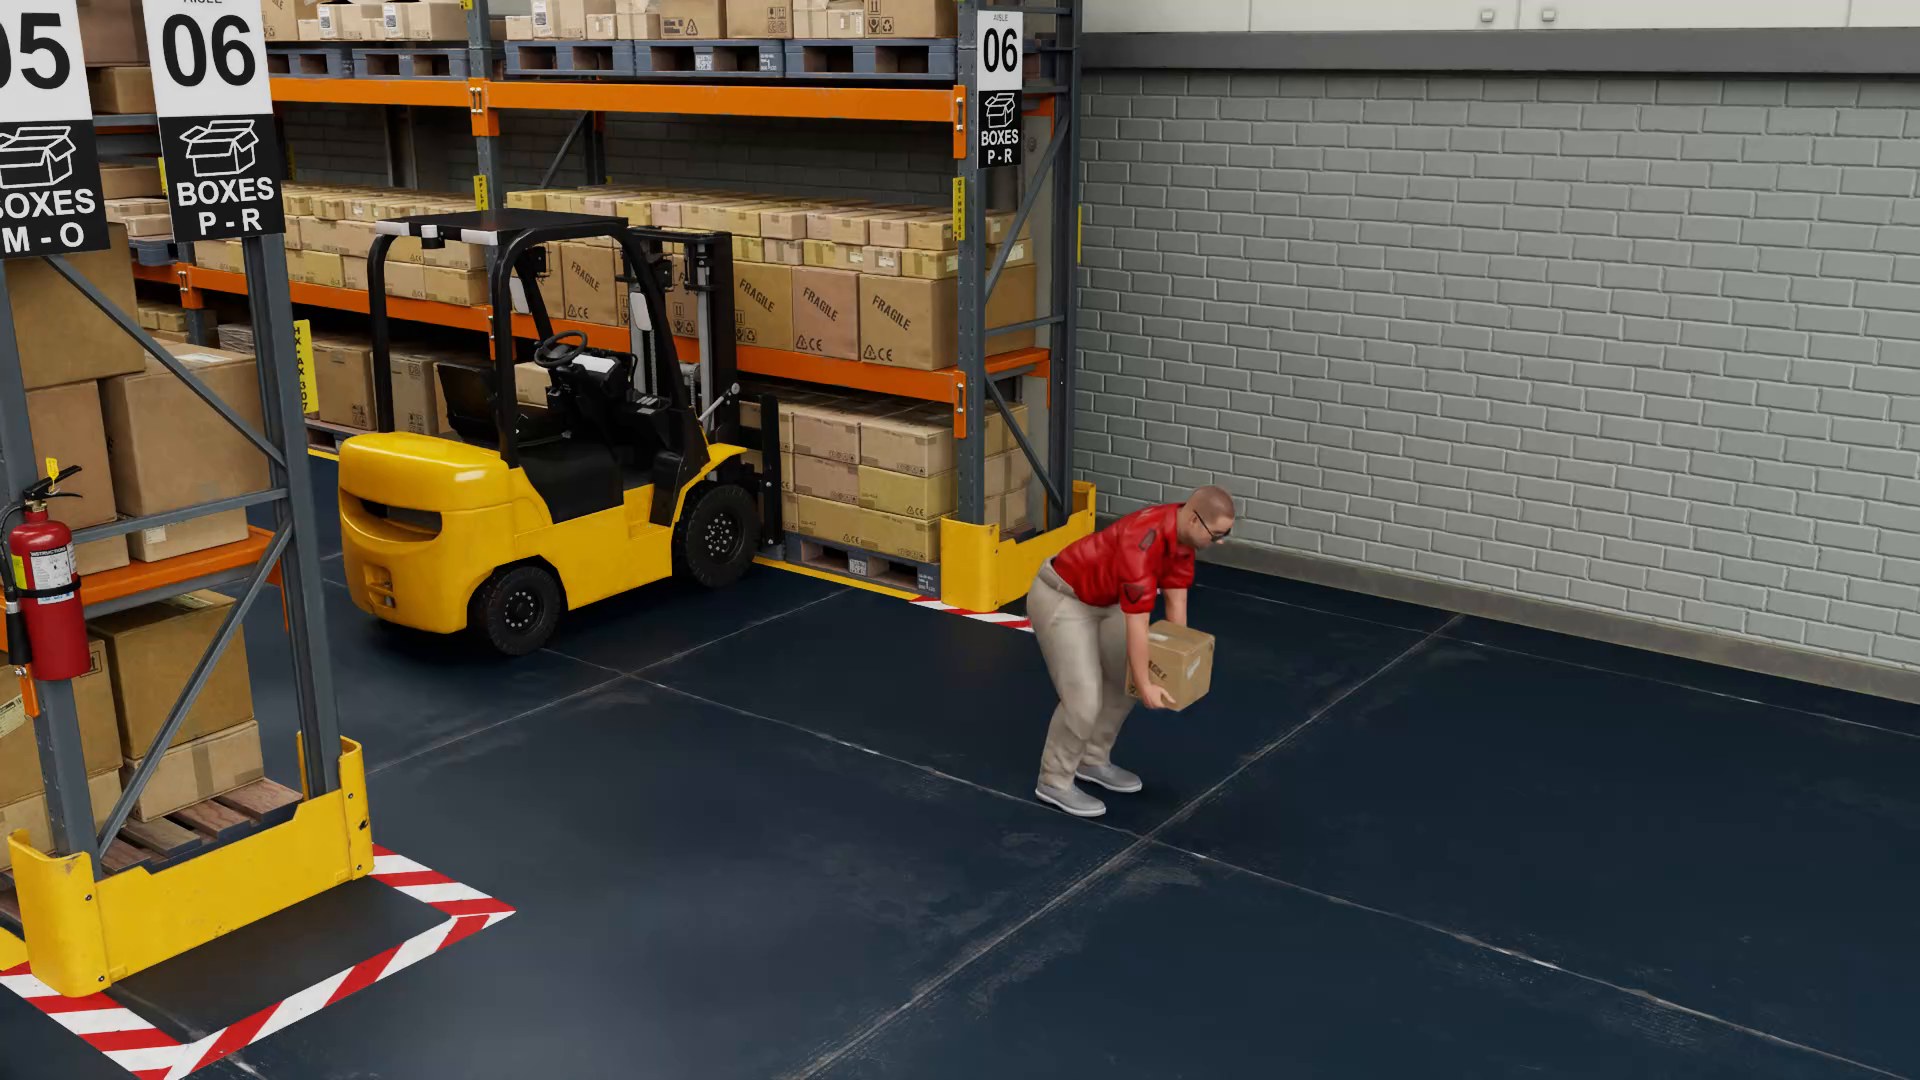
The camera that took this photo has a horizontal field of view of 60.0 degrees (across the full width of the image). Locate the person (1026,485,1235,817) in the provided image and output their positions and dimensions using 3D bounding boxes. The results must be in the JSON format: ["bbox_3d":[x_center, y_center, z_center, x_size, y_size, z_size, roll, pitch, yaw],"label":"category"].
[{"bbox_3d":[0.682,0.423,6.702,0.844,1.412,0.491,11,20,33],"label":"person"}]
